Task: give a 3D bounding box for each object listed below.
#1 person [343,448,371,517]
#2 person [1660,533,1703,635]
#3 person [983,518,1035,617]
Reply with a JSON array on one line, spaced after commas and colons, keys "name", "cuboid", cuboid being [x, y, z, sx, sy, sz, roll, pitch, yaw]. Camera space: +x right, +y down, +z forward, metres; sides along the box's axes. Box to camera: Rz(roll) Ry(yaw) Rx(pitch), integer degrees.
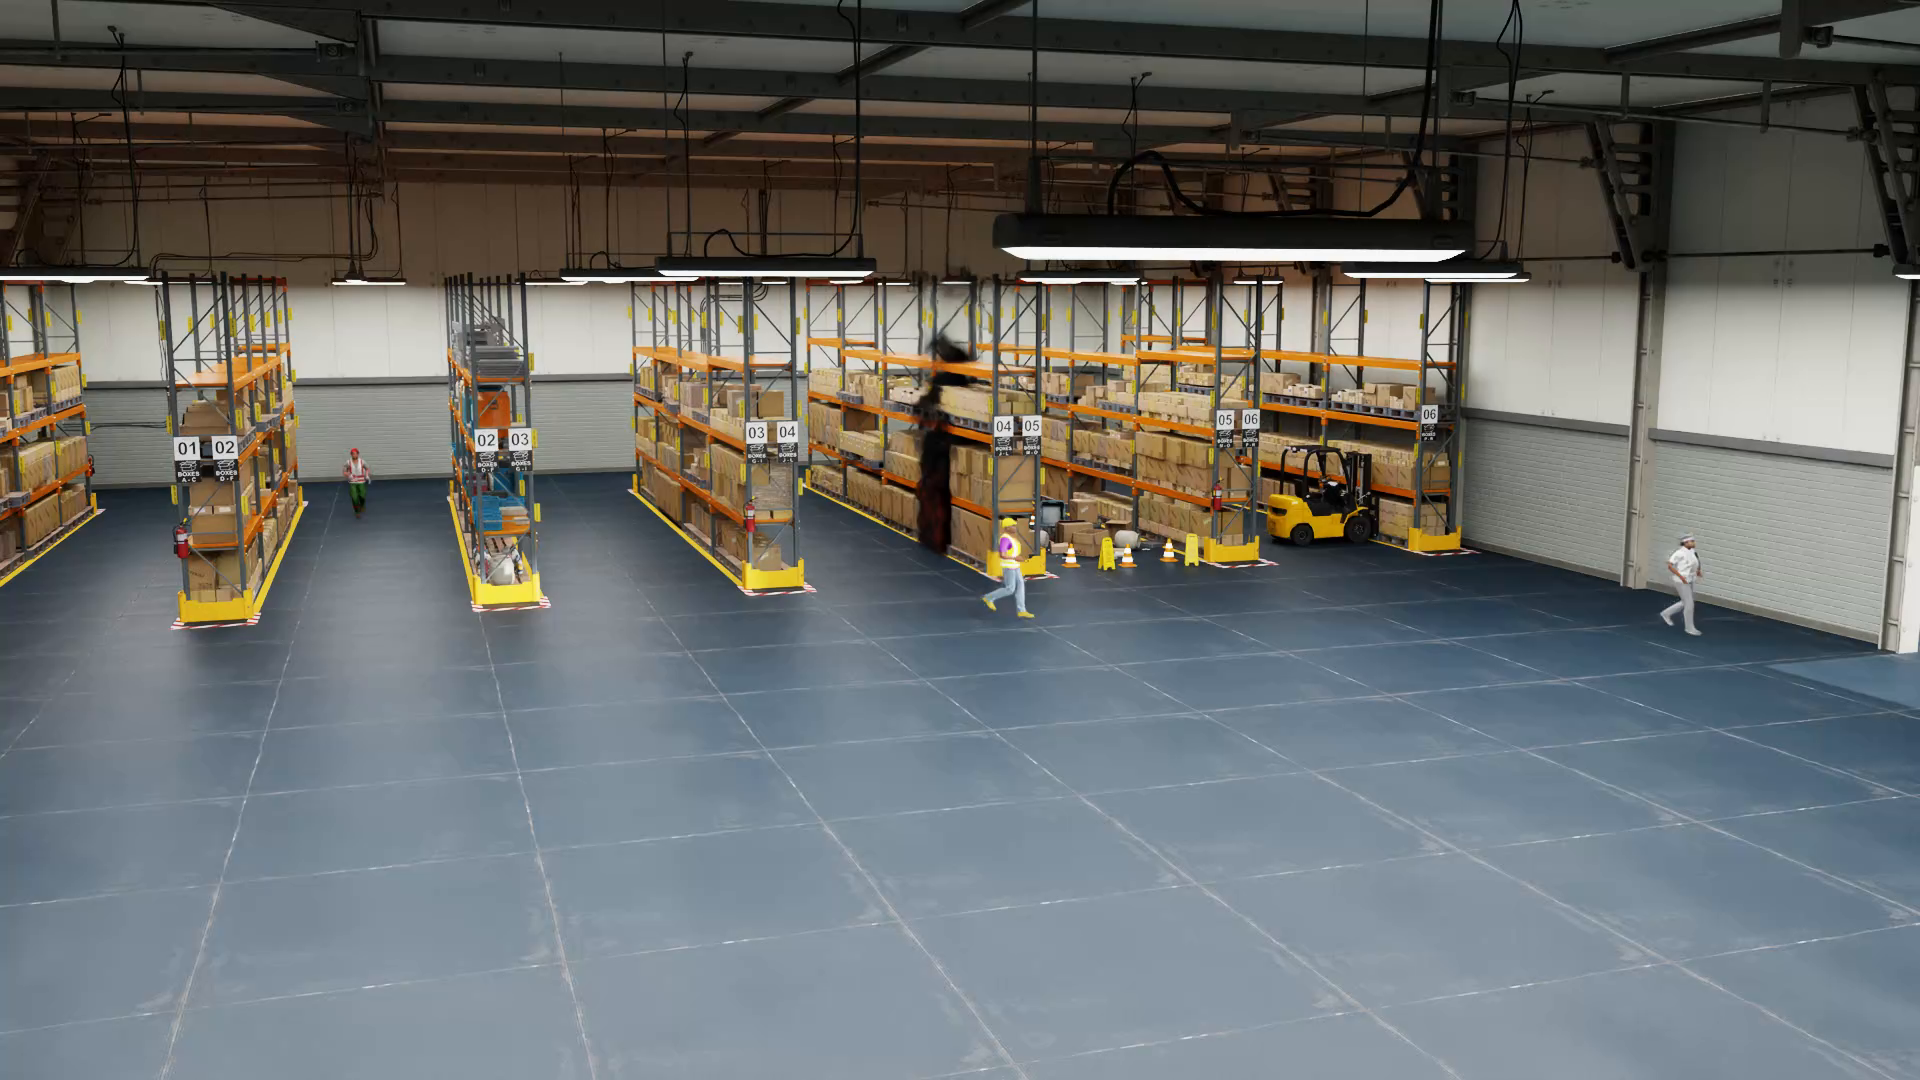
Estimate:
[{"name": "person", "cuboid": [-15.115, -1.424, 41.688, 0.649, 1.744, 0.578, -4, 9, -22]}, {"name": "person", "cuboid": [12.103, 0.708, 27.852, 0.583, 1.704, 0.774, -7, 11, -40]}, {"name": "person", "cuboid": [0.863, 0.482, 29.040, 0.923, 1.752, 0.699, 3, 9, 17]}]
